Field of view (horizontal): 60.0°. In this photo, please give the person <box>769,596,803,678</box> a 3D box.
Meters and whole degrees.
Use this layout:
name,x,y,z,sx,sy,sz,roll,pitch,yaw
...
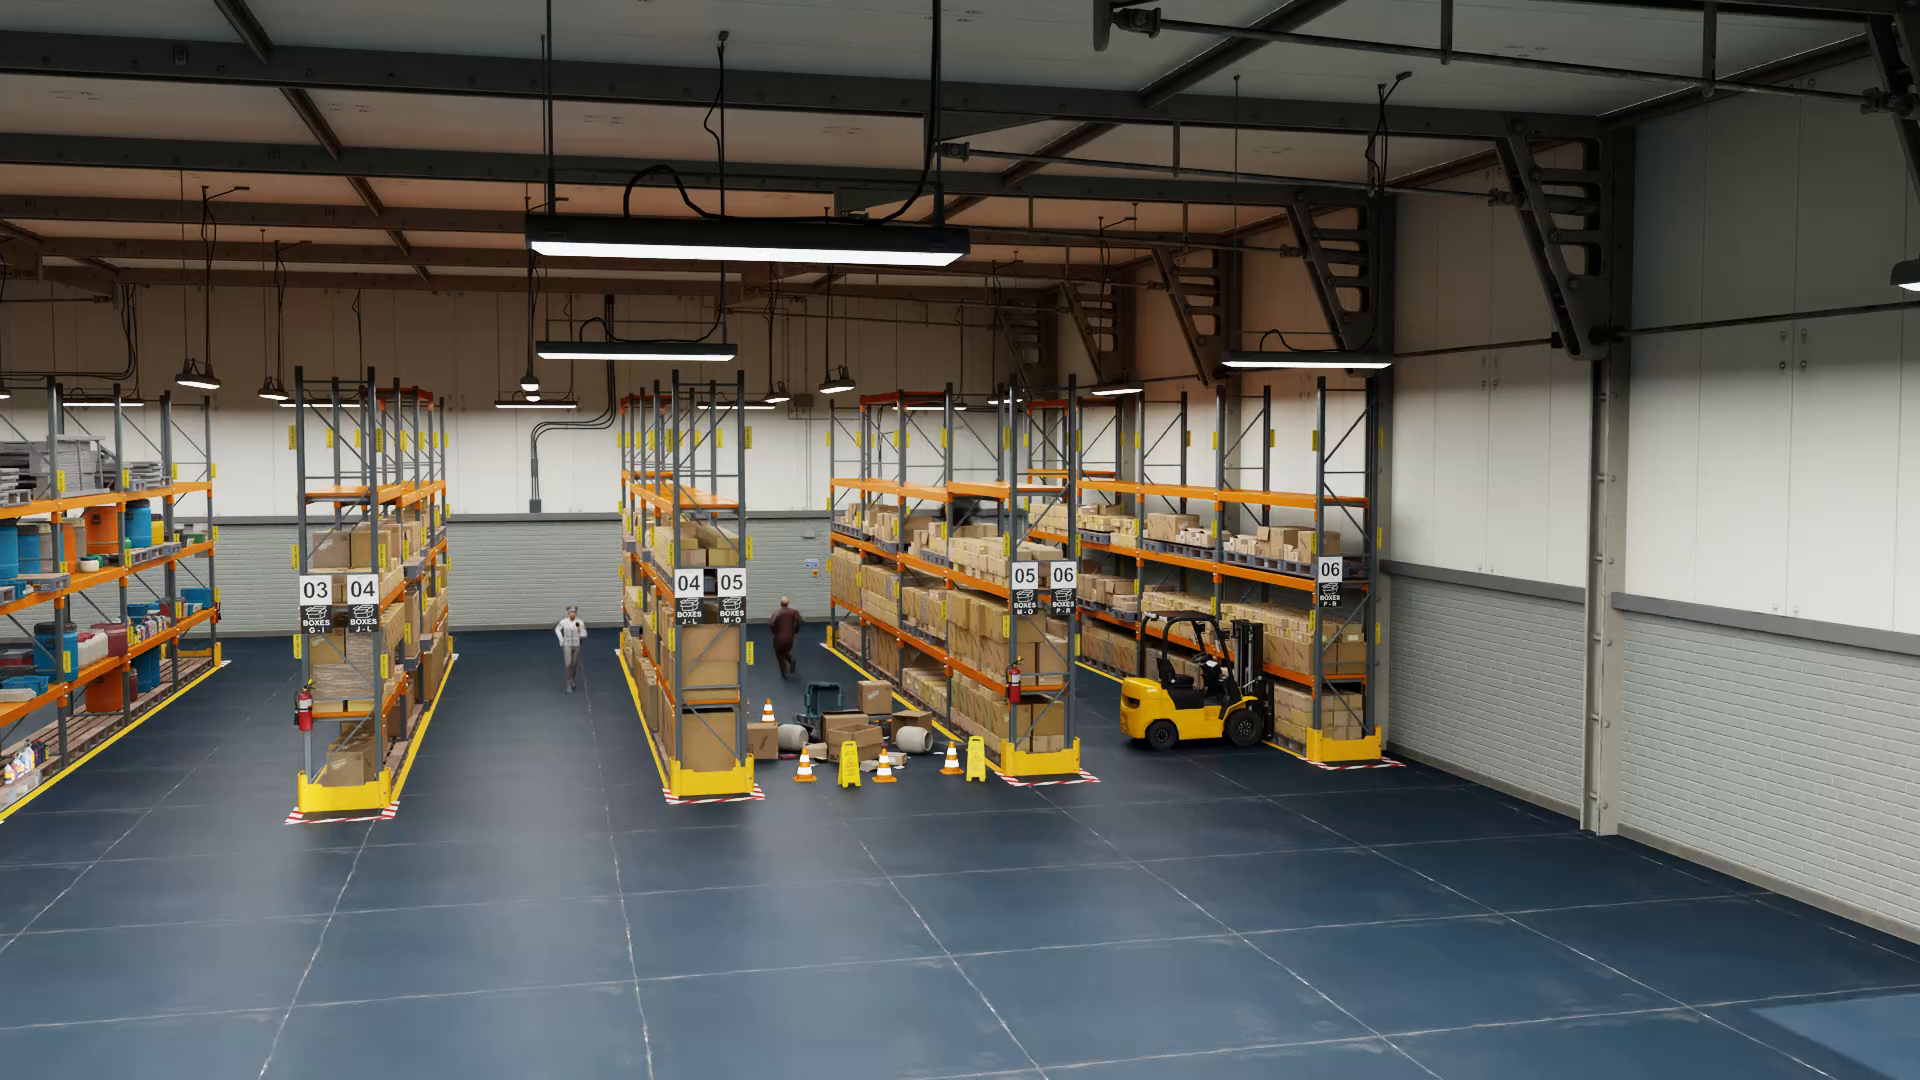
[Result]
name,x,y,z,sx,sy,sz,roll,pitch,yaw
person,-3.682,2.191,35.063,0.723,1.488,0.634,-2,4,-27

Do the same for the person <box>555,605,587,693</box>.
name,x,y,z,sx,sy,sz,roll,pitch,yaw
person,-7.773,2.173,33.324,0.597,1.755,0.759,-1,4,-21
